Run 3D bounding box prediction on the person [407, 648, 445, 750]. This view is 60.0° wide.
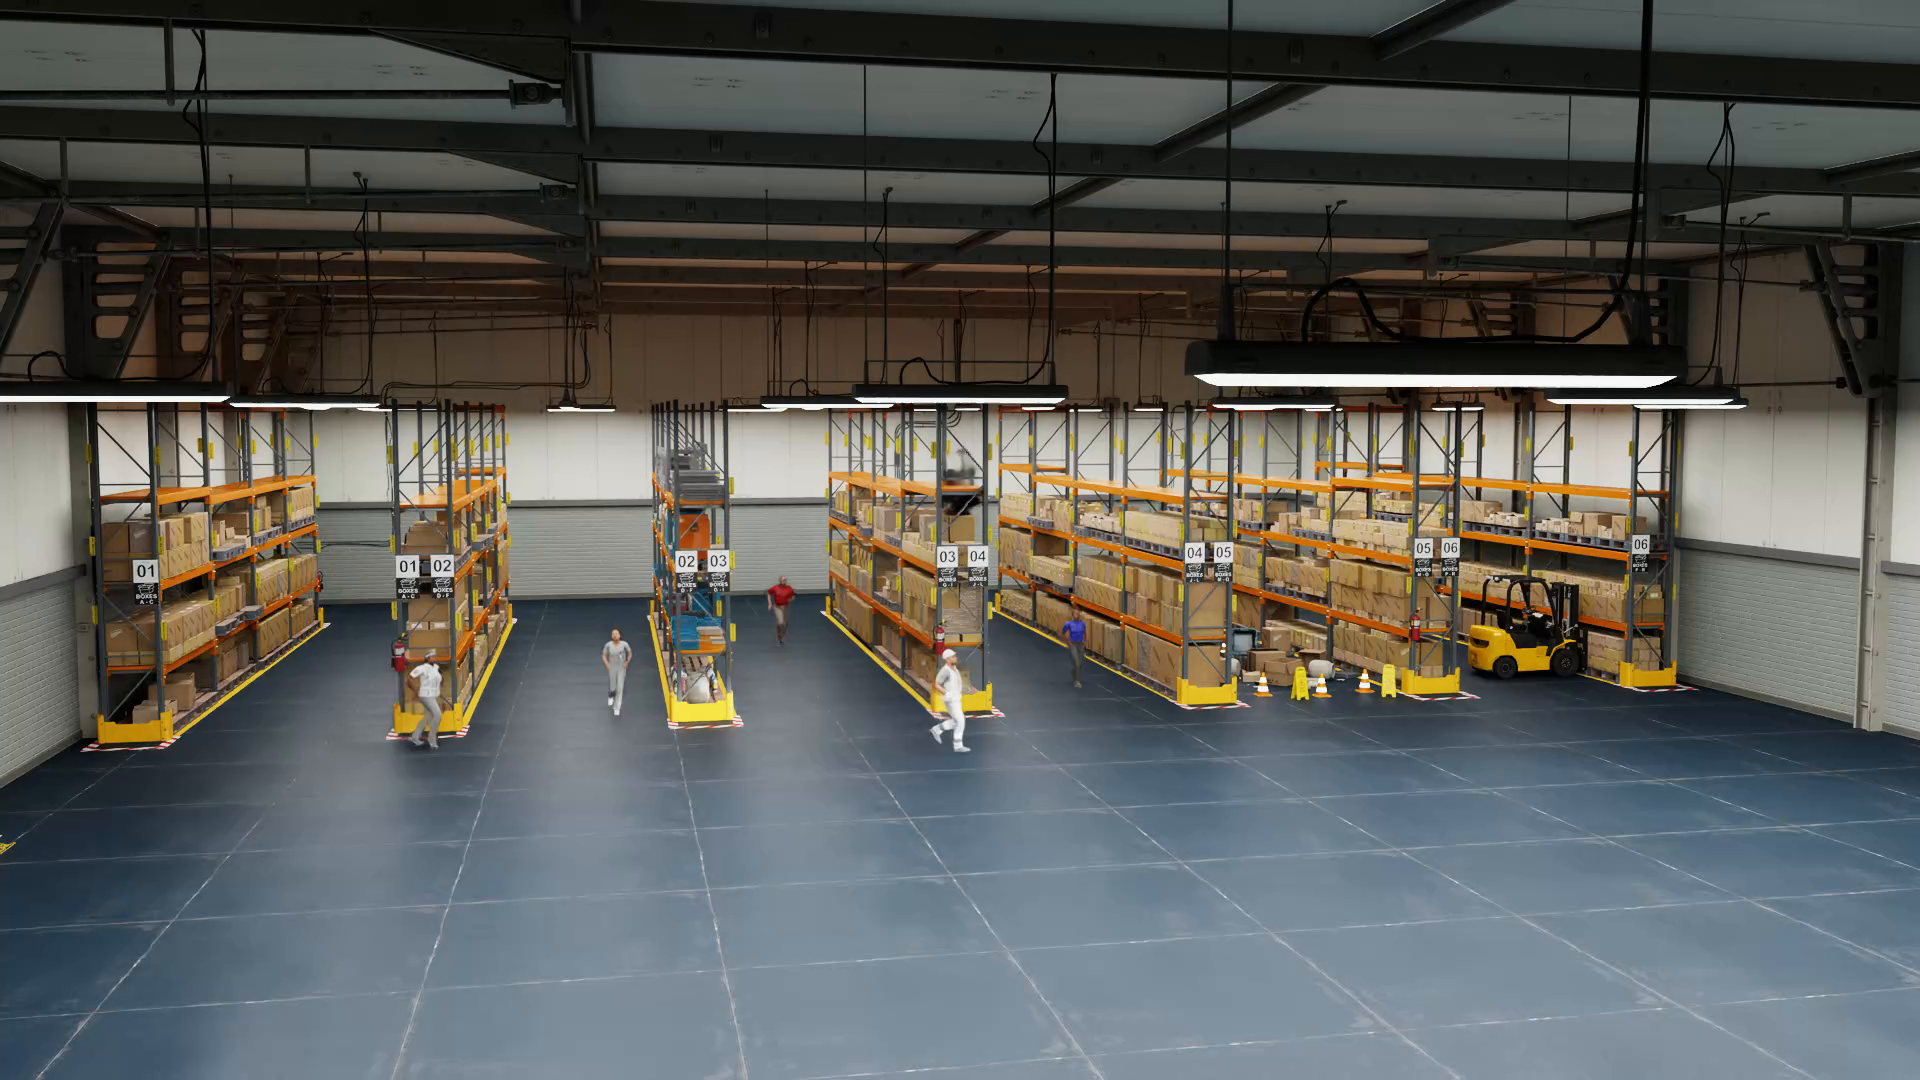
[{"bbox_3d":[-9.148,2.725,28.652,0.677,1.723,0.568,1,4,16],"label":"person"}]

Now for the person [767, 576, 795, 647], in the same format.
[{"bbox_3d":[-4.399,1.762,41.167,0.628,1.766,0.841,-2,5,-23],"label":"person"}]

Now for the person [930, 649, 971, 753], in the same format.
[{"bbox_3d":[-0.181,2.724,28.222,0.779,1.749,0.653,2,5,21],"label":"person"}]

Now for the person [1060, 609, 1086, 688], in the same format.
[{"bbox_3d":[2.409,2.270,35.115,0.586,1.637,0.641,-2,5,-23],"label":"person"}]

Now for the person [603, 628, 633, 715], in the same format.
[{"bbox_3d":[-6.585,2.506,32.002,0.566,1.645,0.634,-1,4,-11],"label":"person"}]
